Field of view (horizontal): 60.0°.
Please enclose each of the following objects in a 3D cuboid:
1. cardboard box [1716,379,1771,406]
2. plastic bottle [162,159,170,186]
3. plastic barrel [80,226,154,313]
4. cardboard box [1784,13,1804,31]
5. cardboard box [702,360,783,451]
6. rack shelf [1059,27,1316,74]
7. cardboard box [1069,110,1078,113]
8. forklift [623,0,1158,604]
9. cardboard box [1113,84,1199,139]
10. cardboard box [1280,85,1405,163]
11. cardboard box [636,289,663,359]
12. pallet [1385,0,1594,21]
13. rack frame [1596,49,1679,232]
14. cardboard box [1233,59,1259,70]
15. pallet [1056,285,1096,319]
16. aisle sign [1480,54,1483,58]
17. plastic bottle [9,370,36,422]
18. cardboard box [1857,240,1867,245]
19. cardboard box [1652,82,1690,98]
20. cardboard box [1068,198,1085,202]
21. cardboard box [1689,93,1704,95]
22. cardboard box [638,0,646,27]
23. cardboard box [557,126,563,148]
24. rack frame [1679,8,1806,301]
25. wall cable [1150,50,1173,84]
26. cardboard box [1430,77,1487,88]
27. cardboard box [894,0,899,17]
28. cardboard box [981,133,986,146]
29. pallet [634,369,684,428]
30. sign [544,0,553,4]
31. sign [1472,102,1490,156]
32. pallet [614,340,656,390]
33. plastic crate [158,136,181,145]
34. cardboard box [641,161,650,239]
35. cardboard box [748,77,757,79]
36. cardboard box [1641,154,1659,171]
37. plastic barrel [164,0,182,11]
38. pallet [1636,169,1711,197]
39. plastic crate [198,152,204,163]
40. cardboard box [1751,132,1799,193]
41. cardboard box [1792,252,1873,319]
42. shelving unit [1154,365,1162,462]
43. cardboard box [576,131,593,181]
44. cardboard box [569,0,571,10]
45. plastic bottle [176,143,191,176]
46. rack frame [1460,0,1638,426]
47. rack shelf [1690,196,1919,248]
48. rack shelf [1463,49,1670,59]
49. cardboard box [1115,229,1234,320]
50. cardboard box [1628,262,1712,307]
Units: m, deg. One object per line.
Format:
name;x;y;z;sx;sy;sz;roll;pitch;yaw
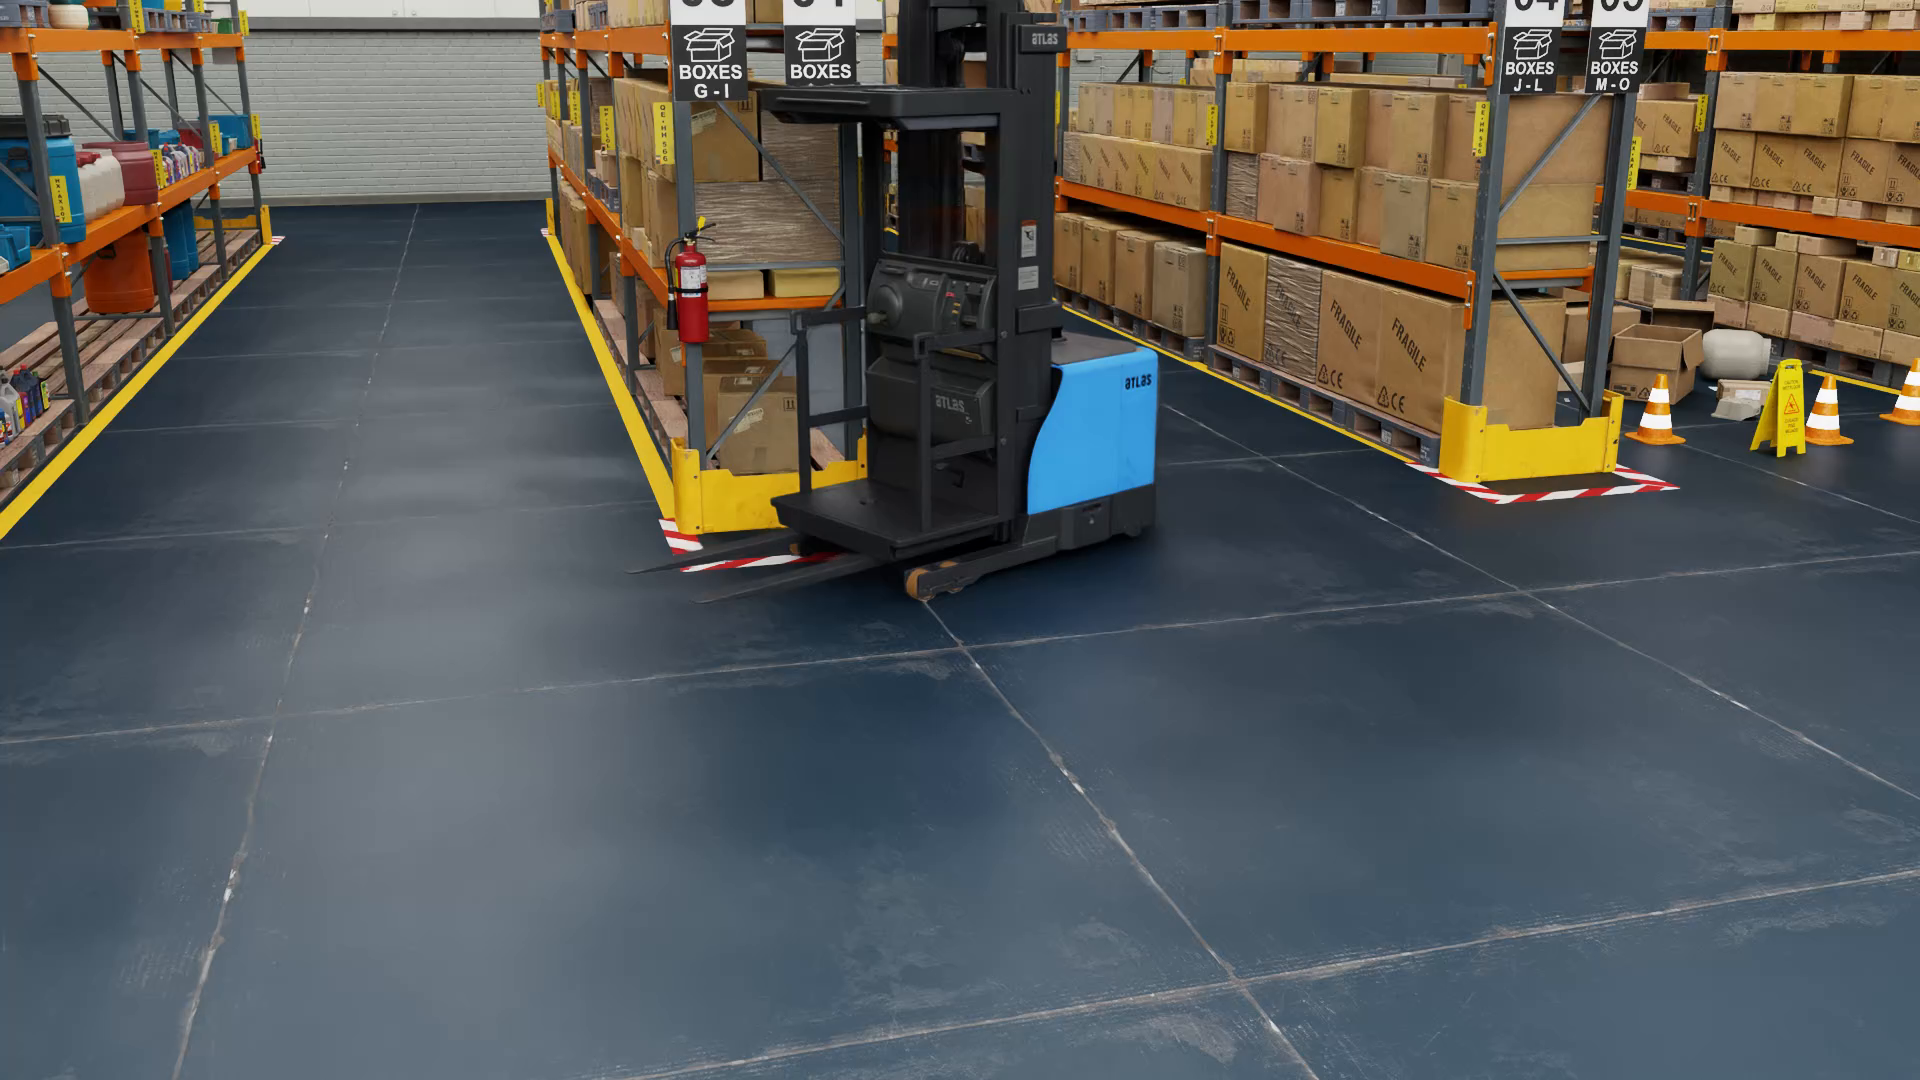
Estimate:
cardboard box;6.162;-1.155;13.039;0.380;0.149;0.250;4;17;13
plastic bottle;-8.092;-3.729;16.876;0.097;0.271;0.097;0;17;0
plastic barrel;-8.175;-2.651;16.107;0.600;0.830;0.708;-5;17;-15
cardboard box;7.408;-4.498;14.436;0.380;0.149;0.250;-5;17;-15
cardboard box;-1.417;-0.875;10.766;0.500;0.500;0.500;0;17;-1
rack shelf;2.084;-4.650;15.755;1.077;0.370;4.000;-5;17;-15
cardboard box;1.382;-4.836;19.010;0.380;0.149;0.250;-5;18;-18
forklift;-0.313;-1.260;8.553;3.031;2.935;1.130;-15;22;-40
cardboard box;1.932;-4.232;16.414;0.700;0.500;0.500;-5;17;-16
cardboard box;2.981;-3.186;12.707;0.875;0.550;0.550;-5;17;-15
cardboard box;-2.311;-1.826;13.897;0.700;0.500;0.500;-6;18;-20
pallet;3.519;-3.497;10.820;1.003;0.211;1.213;-5;17;-15
rack frame;9.938;-6.031;24.314;1.000;3.000;0.127;-5;17;-15
cardboard box;4.241;-7.101;24.838;0.380;0.149;0.250;-5;17;-15
pallet;1.679;-2.552;17.580;1.003;0.211;1.213;-5;17;-15
aisle sign;8.538;-8.378;27.609;0.394;0.787;0.004;-5;17;-15
plastic bottle;-6.418;-0.983;11.350;0.144;0.351;0.185;-6;18;-18
cardboard box;11.196;-3.814;20.334;0.875;0.625;0.625;-4;17;-13
cardboard box;7.179;-4.577;16.926;0.380;0.149;0.250;-4;17;-12
cardboard box;1.438;-3.825;19.282;0.500;0.250;0.500;-5;17;-16
cardboard box;9.999;-5.985;23.258;0.700;0.500;0.500;-5;17;-15
cardboard box;-1.713;-3.293;10.246;0.500;0.250;0.500;-4;17;-14
cardboard box;-4.735;-5.026;20.712;0.500;0.250;0.500;-5;17;-16
rack frame;7.365;-3.424;15.638;1.000;3.000;0.127;-5;17;-15
wall cable;3.856;-8.903;32.112;0.588;1.984;0.122;-5;17;-15
cardboard box;5.872;-5.180;19.570;0.500;0.500;0.500;-5;17;-17
cardboard box;-0.649;-7.642;23.857;0.500;0.250;0.500;-5;17;-16
cardboard box;0.465;-4.793;19.899;0.380;0.149;0.250;-5;17;-16
pallet;-1.945;-1.122;12.821;1.003;0.211;1.213;-5;17;-15
sign;-4.895;-6.531;19.731;0.100;0.325;0.005;-5;17;-15
sign;3.207;-2.527;10.228;0.100;0.325;0.005;-5;17;-15
pallet;-2.378;-1.521;14.147;1.003;0.211;1.213;-5;17;-15
plastic crate;-10.028;-4.975;20.989;0.416;0.233;0.300;-5;17;-15
cardboard box;-1.663;-2.289;11.167;0.875;0.500;0.500;-5;17;-15
cardboard box;-1.775;-3.207;12.486;0.500;0.500;0.500;-5;17;-15
cardboard box;6.903;-3.700;16.262;0.380;0.149;0.250;-5;17;-17
plastic barrel;-8.678;-5.953;17.786;0.600;0.588;0.600;0;17;0
pallet;7.295;-3.555;16.407;1.003;0.211;1.213;-5;17;-15
plastic crate;-9.114;-4.505;19.588;0.396;0.136;0.243;-5;17;-15
cardboard box;7.379;-3.334;14.646;0.500;0.500;0.500;-5;17;-15
cardboard box;7.567;-2.192;14.283;0.500;0.500;0.500;-4;17;-12
shelving unit;1.003;-0.603;9.870;0.258;0.900;0.210;-8;18;-34
cardboard box;-3.768;-4.050;17.548;0.500;0.500;0.500;-5;17;-16
cardboard box;-4.193;-6.380;19.358;0.700;0.500;0.500;-4;17;-14
plastic bottle;-8.506;-4.159;18.169;0.144;0.351;0.185;-5;17;-15
rack frame;3.733;-1.899;10.558;1.000;3.000;0.127;-5;17;-15
rack shelf;7.915;-2.526;13.899;1.077;0.370;4.000;-5;17;-15
rack shelf;9.389;-7.676;25.828;1.077;0.370;4.000;-5;17;-15
cardboard box;2.115;-2.560;15.942;1.050;0.750;0.750;-5;17;-15
cardboard box;7.219;-2.512;16.438;0.950;0.372;0.625;-4;17;-15
